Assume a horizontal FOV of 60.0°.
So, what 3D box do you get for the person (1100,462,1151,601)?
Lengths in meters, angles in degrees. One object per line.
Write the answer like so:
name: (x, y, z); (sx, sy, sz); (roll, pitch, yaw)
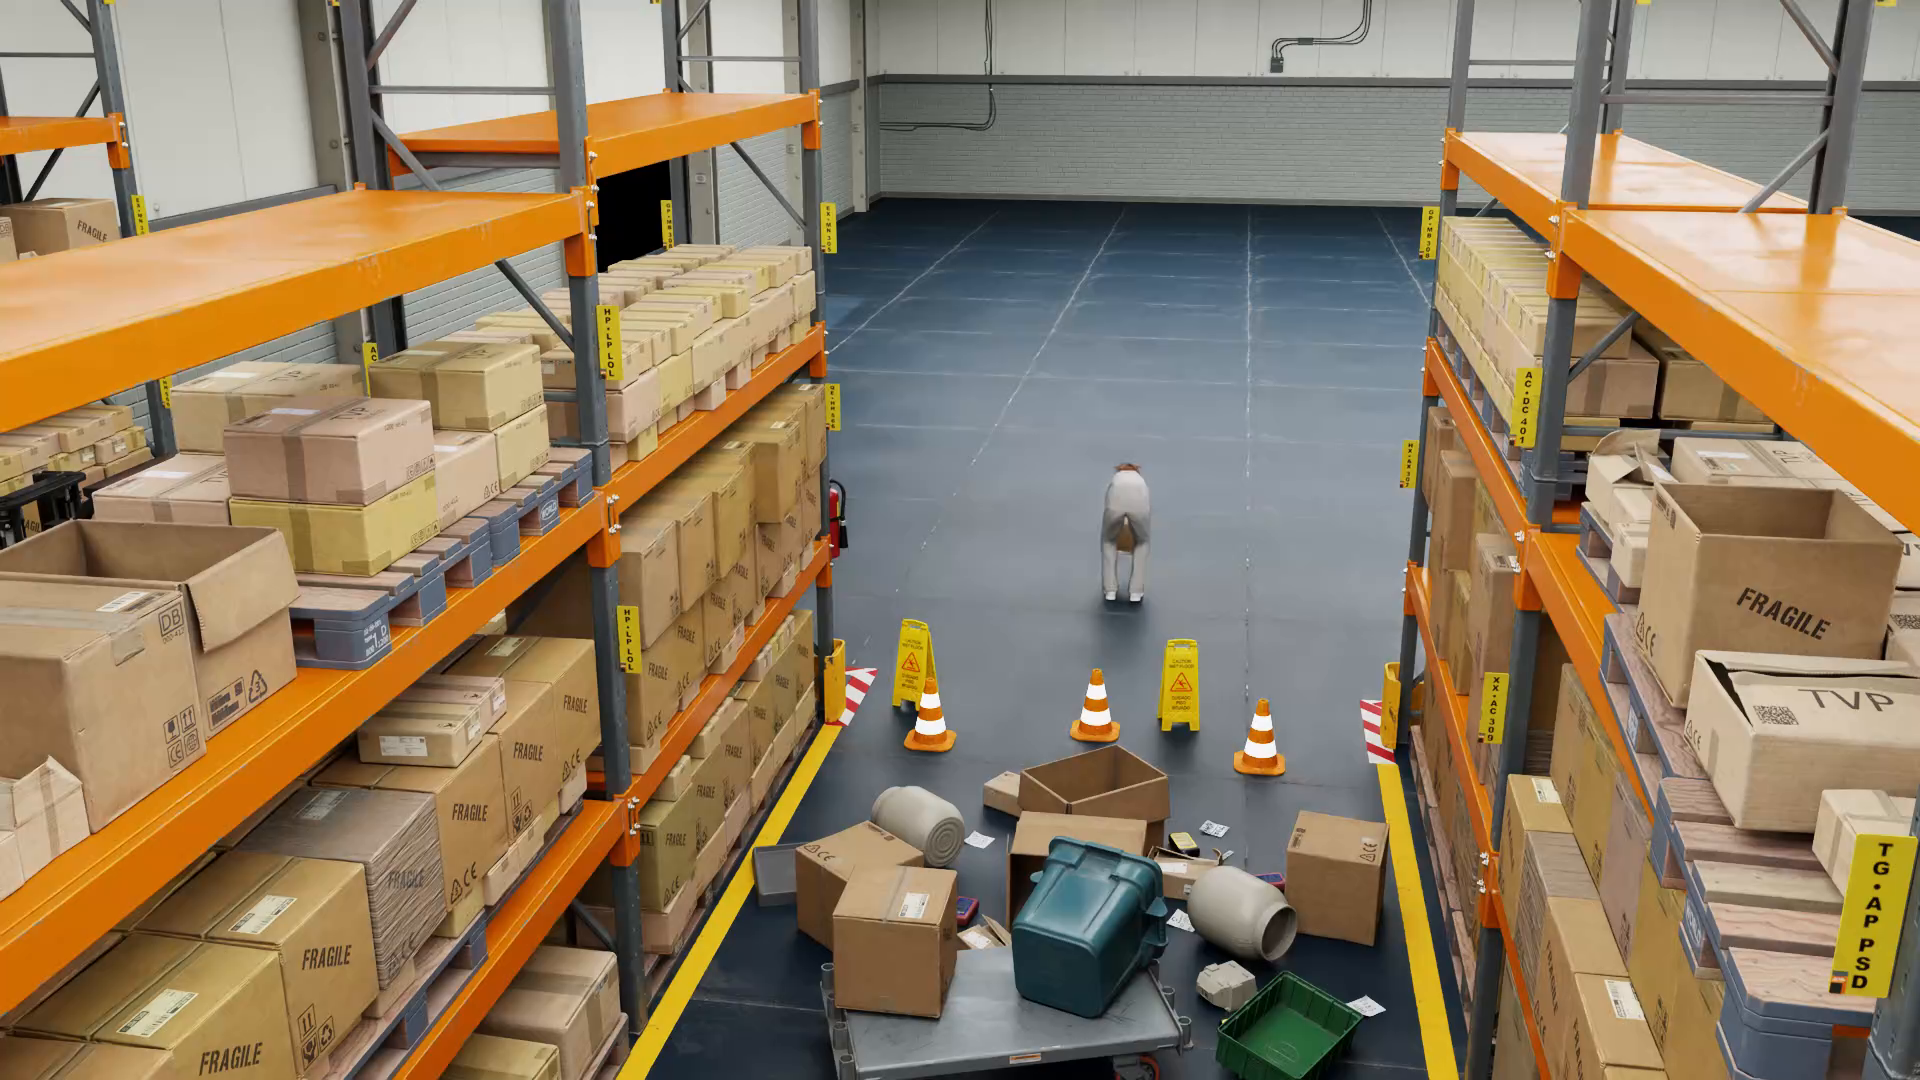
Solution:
person: (1.431, -0.096, 14.308); (0.429, 1.089, 0.871); (2, 18, 7)
